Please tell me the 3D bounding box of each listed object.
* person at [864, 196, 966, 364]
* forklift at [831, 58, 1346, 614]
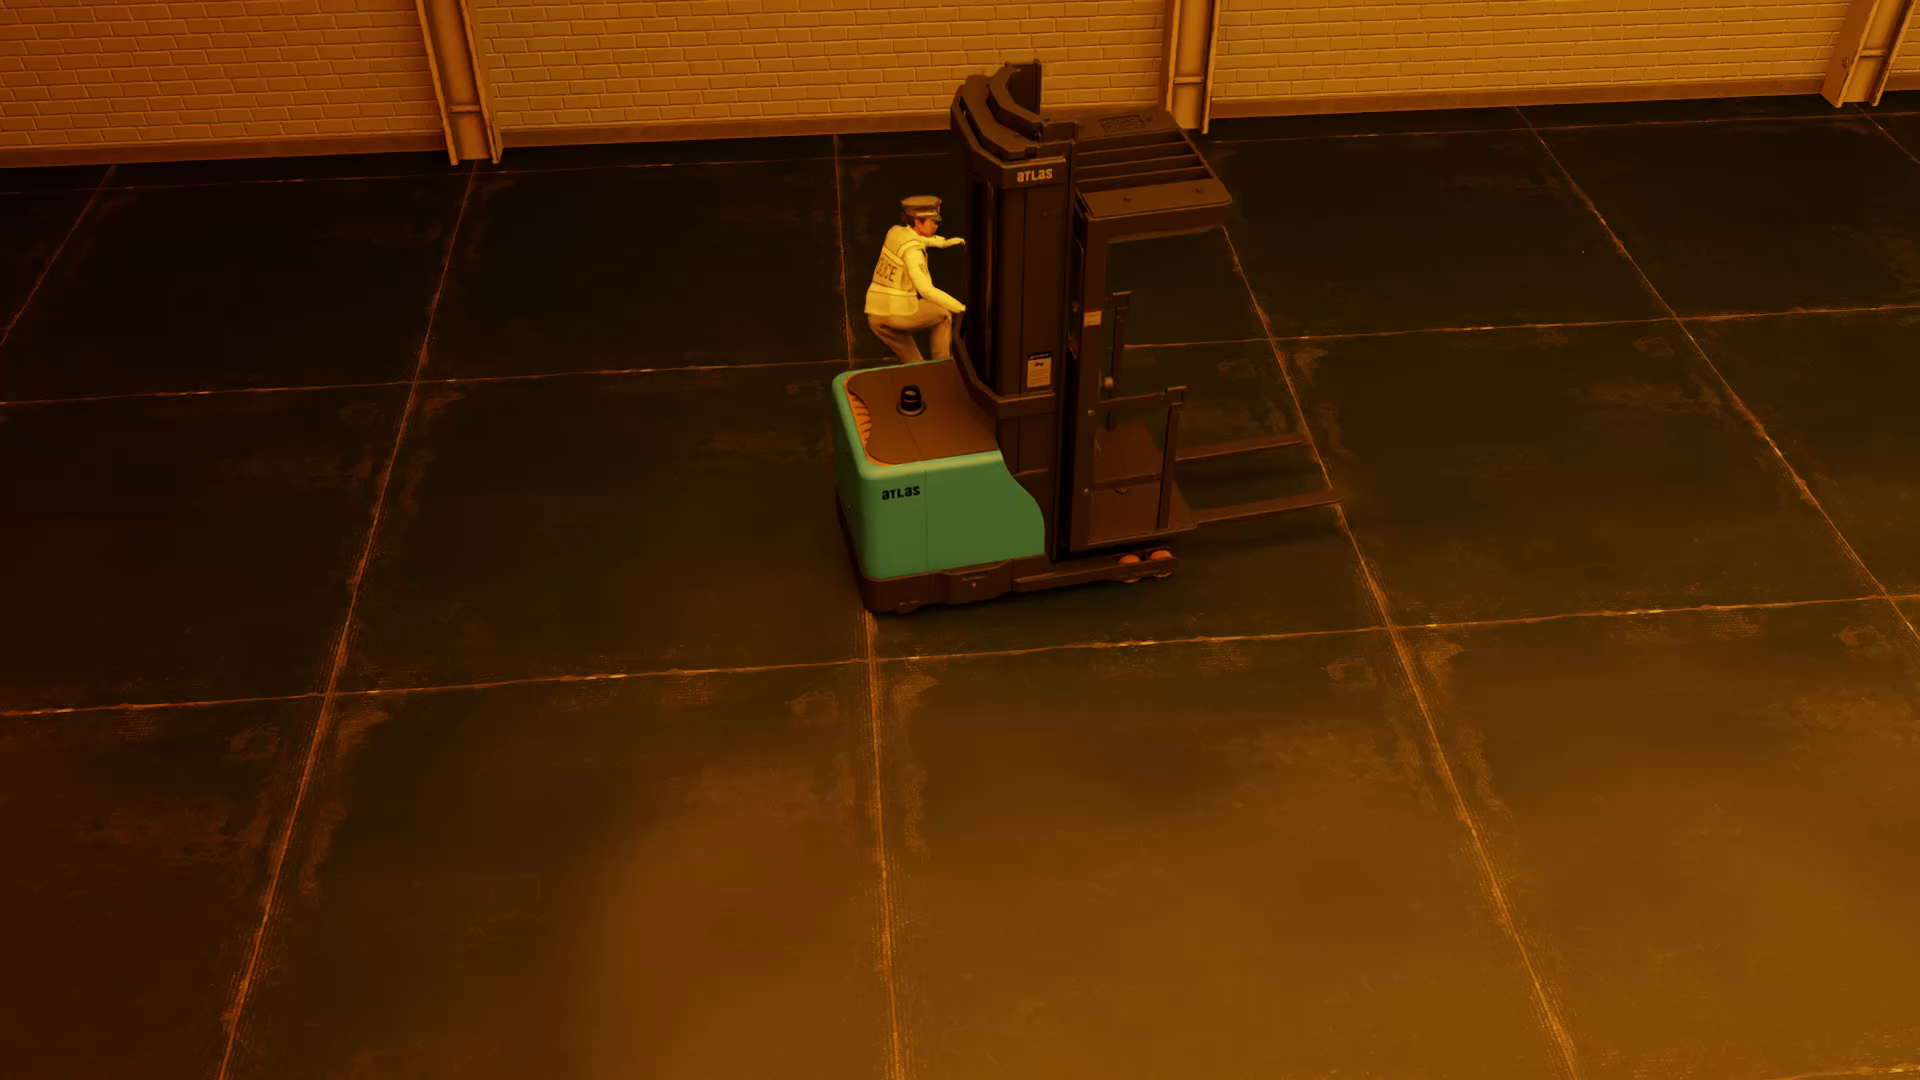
[{"bbox_3d":[-0.175,-1.513,10.817,0.836,1.455,0.915,-32,50,-32],"label":"person"},{"bbox_3d":[0.811,-1.188,9.327,3.031,2.935,1.130,-9,41,-10],"label":"forklift"}]
